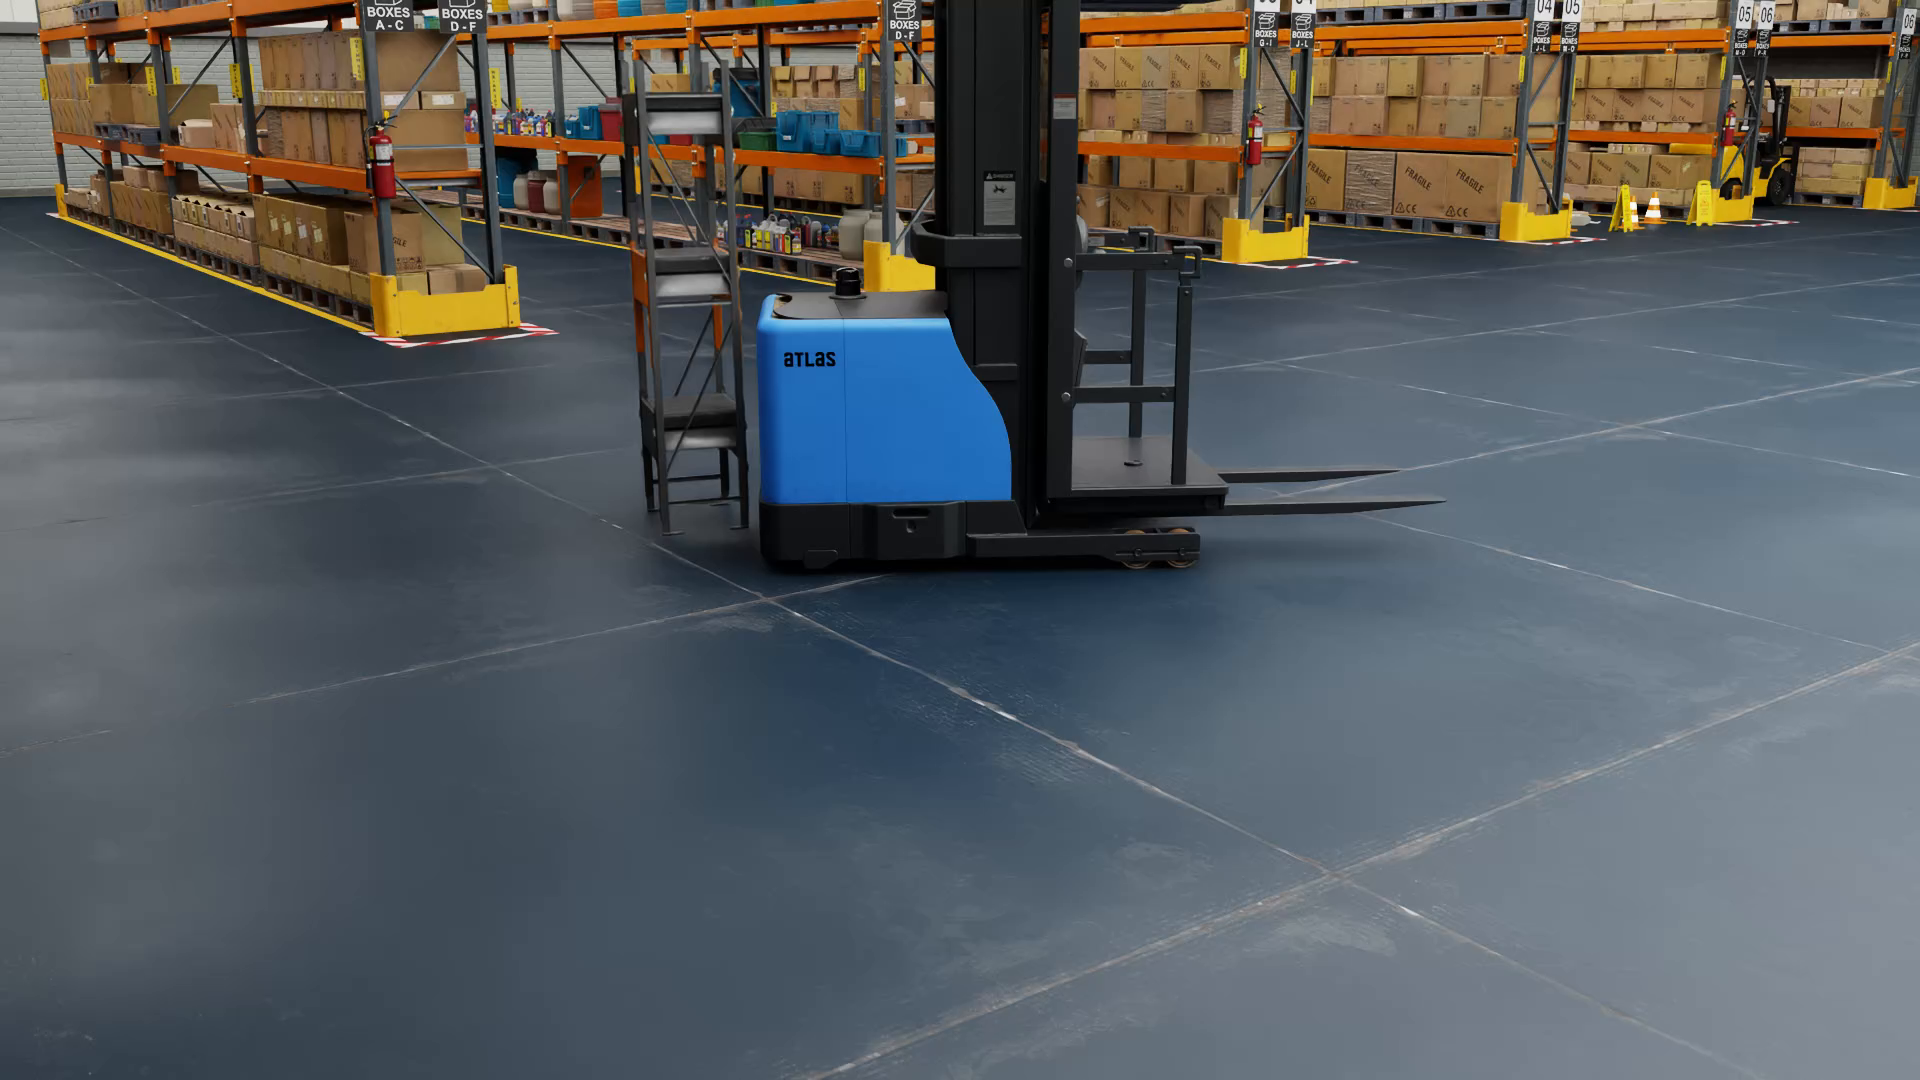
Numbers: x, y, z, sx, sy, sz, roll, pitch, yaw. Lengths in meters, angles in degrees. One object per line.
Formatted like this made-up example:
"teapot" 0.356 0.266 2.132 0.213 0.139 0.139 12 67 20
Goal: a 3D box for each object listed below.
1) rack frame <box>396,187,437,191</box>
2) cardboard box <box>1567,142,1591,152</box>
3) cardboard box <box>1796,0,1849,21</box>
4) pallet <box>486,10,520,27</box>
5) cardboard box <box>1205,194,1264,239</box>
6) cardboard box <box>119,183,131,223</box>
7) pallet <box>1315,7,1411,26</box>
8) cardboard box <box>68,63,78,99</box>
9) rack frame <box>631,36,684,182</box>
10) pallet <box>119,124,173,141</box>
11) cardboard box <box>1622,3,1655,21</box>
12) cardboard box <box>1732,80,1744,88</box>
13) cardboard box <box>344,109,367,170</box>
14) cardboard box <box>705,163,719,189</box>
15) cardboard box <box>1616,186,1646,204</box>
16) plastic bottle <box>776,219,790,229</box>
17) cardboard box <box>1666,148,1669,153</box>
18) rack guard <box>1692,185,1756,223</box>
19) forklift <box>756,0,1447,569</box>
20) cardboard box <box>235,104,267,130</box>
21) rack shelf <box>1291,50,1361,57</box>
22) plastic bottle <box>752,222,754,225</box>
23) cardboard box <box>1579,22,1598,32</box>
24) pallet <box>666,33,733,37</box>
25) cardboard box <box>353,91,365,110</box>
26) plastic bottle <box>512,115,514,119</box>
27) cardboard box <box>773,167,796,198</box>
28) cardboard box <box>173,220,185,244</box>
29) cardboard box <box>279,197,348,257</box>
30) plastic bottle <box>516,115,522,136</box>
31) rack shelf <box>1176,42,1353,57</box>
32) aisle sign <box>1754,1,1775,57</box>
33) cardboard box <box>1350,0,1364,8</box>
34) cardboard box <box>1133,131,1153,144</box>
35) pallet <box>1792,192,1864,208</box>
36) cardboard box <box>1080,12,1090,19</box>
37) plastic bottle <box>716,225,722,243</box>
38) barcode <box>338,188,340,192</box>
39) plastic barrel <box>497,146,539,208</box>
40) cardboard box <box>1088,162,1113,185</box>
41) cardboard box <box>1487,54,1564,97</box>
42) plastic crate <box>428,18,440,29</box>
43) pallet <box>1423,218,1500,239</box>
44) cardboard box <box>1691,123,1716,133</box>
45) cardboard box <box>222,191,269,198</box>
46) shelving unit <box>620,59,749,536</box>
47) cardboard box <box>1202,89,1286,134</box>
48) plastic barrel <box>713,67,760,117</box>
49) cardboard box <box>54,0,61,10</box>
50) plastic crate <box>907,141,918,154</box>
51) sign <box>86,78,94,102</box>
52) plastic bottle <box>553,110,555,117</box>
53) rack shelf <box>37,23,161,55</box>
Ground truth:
"rack frame" -9.743 -7.420 29.006 1.000 3.000 0.127 -11 19 -35
"cardboard box" 9.953 -6.345 26.842 0.380 0.149 0.250 -10 18 -31
"cardboard box" 14.721 -9.119 28.355 0.700 0.500 0.500 -11 19 -34
"pallet" -6.182 -7.528 24.075 1.003 0.211 1.213 -11 19 -35
"cardboard box" 3.317 -3.905 20.103 0.500 0.500 0.500 -7 17 -24
"cardboard box" -10.990 -4.551 22.425 0.500 0.500 0.500 -11 19 -34
"pallet" 5.863 -7.603 24.158 1.003 0.211 1.213 -11 19 -35
"cardboard box" -12.506 -6.613 23.973 0.500 0.500 0.500 -11 19 -34
"rack frame" -5.736 -8.189 31.815 1.000 3.000 0.127 -11 19 -35
"pallet" -10.195 -5.266 21.498 1.003 0.211 1.213 -11 19 -35
"cardboard box" 10.565 -8.114 25.578 0.500 0.250 0.500 -10 18 -33
"cardboard box" 13.922 -8.110 29.542 0.380 0.149 0.250 -11 19 -35
"cardboard box" -4.921 -3.497 14.482 0.700 0.500 0.500 -10 18 -33
"cardboard box" -4.237 -6.858 30.181 0.875 0.875 0.875 -11 19 -35
"cardboard box" 10.696 -5.430 26.146 0.500 0.250 0.500 -11 19 -34
"plastic bottle" -2.068 -3.594 19.353 0.152 0.276 0.135 -11 19 -35
"cardboard box" 13.032 -7.103 31.549 0.875 0.625 0.625 -10 18 -32
"rack guard" 11.642 -5.121 25.341 1.175 0.500 0.348 -11 19 -35
"forklift" 0.624 -1.428 7.240 3.031 2.935 1.130 -1 15 -5
"cardboard box" -7.444 -4.417 17.844 0.500 0.500 0.500 -9 18 -31
"rack shelf" 7.468 -11.171 38.391 1.077 0.370 4.000 -11 19 -35
"plastic bottle" -2.365 -3.505 19.036 0.097 0.271 0.097 0 15 0
"cardboard box" 10.007 -8.097 26.272 0.380 0.149 0.250 -11 19 -36
"pallet" -4.570 -9.176 29.905 1.003 0.211 1.213 -11 19 -35
"cardboard box" -4.878 -3.705 14.011 0.380 0.149 0.250 -10 18 -33
"plastic bottle" -6.432 -5.997 24.028 0.061 0.283 0.133 -11 19 -35
"cardboard box" -2.466 -6.189 27.734 1.225 0.875 0.875 -12 19 -36
"cardboard box" -8.978 -3.663 19.690 0.500 0.250 0.500 -11 19 -35
"cardboard box" -6.089 -2.967 15.726 0.500 0.500 0.500 -11 19 -35
"plastic bottle" -6.294 -5.920 23.745 0.061 0.283 0.133 -11 19 -35
"rack shelf" 5.807 -9.546 32.453 1.077 0.370 4.000 -11 19 -35
"aisle sign" 11.974 -7.600 24.736 0.394 0.787 0.004 -11 19 -35
"cardboard box" 5.776 -7.659 23.686 0.380 0.149 0.250 -11 19 -35
"cardboard box" 2.370 -4.984 20.581 0.380 0.149 0.250 -11 19 -35
"pallet" 15.216 -5.894 28.711 1.003 0.211 1.213 -11 19 -35
"cardboard box" 1.692 -6.753 21.170 0.500 0.250 0.500 -11 19 -35
"plastic bottle" -2.795 -3.563 19.378 0.097 0.201 0.097 0 15 0
"barcode" -6.509 -3.679 17.418 0.001 0.075 0.075 -11 19 -35
"plastic barrel" -6.669 -5.487 25.120 0.600 0.901 0.708 -11 19 -35
"cardboard box" 2.440 -6.326 28.947 0.500 0.500 0.500 -11 19 -35
"cardboard box" 7.556 -6.199 22.215 0.875 0.550 0.550 -11 19 -35
"plastic crate" -7.885 -7.954 25.676 0.450 0.188 0.662 -11 19 -35
"pallet" 7.209 -4.335 23.013 1.003 0.211 1.213 -11 19 -35
"cardboard box" 11.294 -6.236 25.155 0.380 0.149 0.250 -10 18 -33
"cardboard box" -8.541 -4.017 19.923 0.500 0.311 0.500 -10 18 -33
"shelving unit" -1.261 -1.110 7.640 0.431 2.100 0.503 -5 16 -18
"cardboard box" 3.370 -5.086 19.724 0.875 0.500 0.500 -11 19 -35
"plastic barrel" -2.669 -5.229 20.051 0.600 0.901 0.708 -11 19 -35
"cardboard box" -12.782 -7.797 24.036 0.500 0.250 0.500 -11 19 -35
"plastic crate" -0.601 -4.118 17.438 0.298 0.136 0.250 -11 19 -35
"sign" -11.834 -6.130 22.651 0.100 0.325 0.005 -11 19 -35
"plastic bottle" -5.938 -6.162 24.501 0.144 0.351 0.185 -11 19 -35
"rack shelf" -12.576 -7.325 24.338 1.077 0.370 4.000 -11 19 -35
